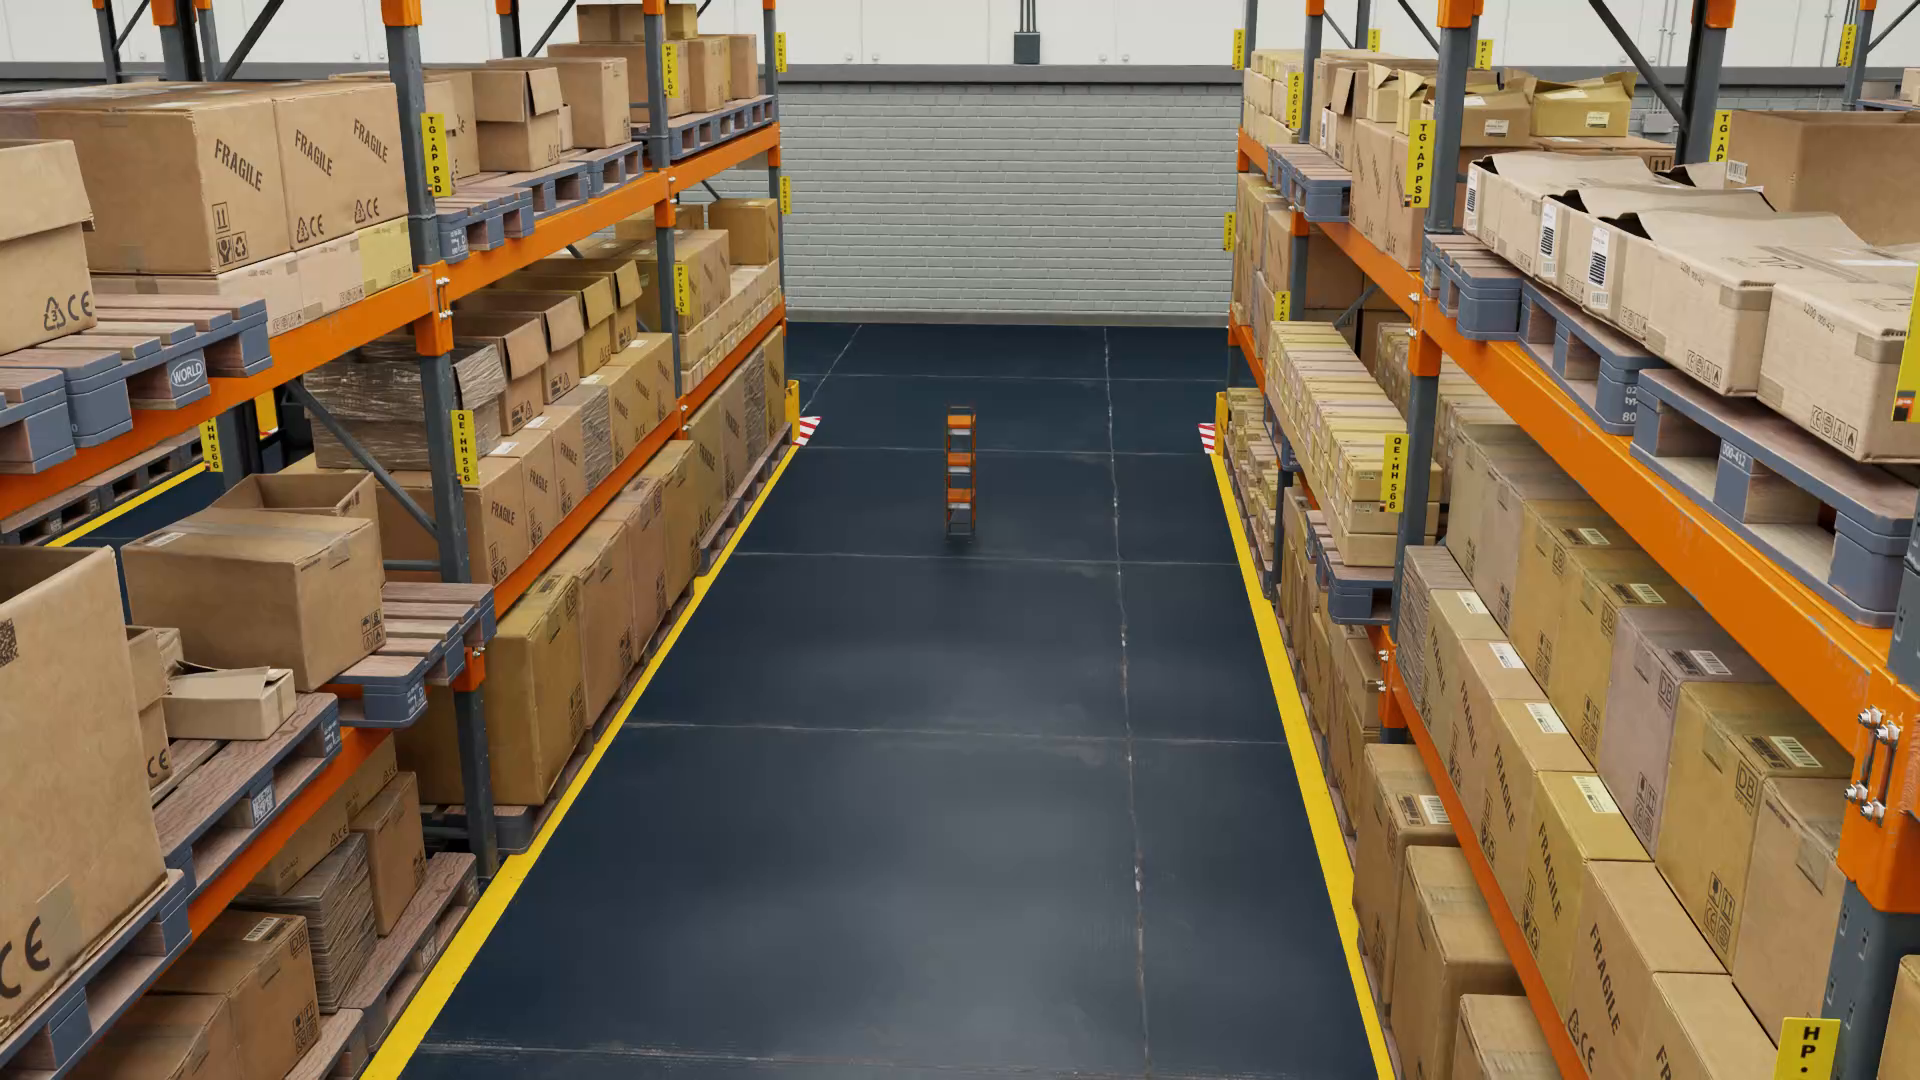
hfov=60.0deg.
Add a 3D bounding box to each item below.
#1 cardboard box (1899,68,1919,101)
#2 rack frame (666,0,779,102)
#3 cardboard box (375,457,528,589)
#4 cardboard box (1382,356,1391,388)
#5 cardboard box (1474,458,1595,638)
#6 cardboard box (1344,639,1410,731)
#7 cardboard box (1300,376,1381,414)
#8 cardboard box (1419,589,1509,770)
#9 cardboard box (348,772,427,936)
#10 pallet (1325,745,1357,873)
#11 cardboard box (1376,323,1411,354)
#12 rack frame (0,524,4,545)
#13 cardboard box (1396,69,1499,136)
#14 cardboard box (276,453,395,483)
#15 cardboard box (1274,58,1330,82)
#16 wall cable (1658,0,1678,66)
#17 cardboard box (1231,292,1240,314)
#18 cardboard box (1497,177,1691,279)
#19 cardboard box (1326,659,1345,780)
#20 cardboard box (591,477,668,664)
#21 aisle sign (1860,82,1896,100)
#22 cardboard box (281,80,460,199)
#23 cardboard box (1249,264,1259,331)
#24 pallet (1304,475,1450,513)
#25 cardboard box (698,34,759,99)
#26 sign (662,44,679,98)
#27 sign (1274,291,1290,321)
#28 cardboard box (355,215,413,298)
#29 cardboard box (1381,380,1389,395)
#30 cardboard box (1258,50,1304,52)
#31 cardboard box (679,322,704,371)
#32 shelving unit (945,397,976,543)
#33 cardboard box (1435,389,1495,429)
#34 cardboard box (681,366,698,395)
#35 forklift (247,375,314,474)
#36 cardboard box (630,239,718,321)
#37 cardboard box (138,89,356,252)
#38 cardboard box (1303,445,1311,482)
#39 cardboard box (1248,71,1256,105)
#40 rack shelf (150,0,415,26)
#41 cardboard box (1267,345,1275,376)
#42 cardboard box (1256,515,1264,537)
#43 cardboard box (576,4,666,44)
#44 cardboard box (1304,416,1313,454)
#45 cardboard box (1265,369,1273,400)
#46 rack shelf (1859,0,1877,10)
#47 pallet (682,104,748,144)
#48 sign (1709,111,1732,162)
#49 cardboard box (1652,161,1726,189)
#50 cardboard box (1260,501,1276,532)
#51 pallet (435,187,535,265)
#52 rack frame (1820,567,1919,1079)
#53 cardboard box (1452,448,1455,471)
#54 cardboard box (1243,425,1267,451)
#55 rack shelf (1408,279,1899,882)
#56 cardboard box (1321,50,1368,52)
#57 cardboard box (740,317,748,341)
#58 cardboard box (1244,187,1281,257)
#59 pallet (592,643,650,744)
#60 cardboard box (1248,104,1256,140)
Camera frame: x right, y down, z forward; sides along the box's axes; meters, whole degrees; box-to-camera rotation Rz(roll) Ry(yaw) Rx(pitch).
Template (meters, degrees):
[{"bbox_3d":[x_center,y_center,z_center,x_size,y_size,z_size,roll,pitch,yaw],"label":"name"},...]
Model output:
[{"bbox_3d":[7.867,-3.611,13.213,0.500,0.250,0.500,0,18,-1],"label":"cardboard box"},{"bbox_3d":[-2.075,-5.223,13.911,1.000,3.000,0.127,1,18,4],"label":"rack frame"},{"bbox_3d":[-2.342,-0.080,7.689,0.500,0.500,0.500,2,18,6],"label":"cardboard box"},{"bbox_3d":[2.729,-1.000,9.908,0.380,0.149,0.250,1,18,4],"label":"cardboard box"},{"bbox_3d":[2.215,0.028,5.754,0.700,0.500,0.500,1,18,3],"label":"cardboard box"},{"bbox_3d":[2.079,0.668,7.702,0.500,0.250,0.500,1,18,3],"label":"cardboard box"},{"bbox_3d":[1.984,-0.753,8.678,0.380,0.149,0.250,2,18,6],"label":"cardboard box"},{"bbox_3d":[1.957,0.498,5.924,0.500,0.500,0.500,1,18,3],"label":"cardboard box"},{"bbox_3d":[-2.676,1.300,6.947,0.700,0.500,0.500,0,18,1],"label":"cardboard box"},{"bbox_3d":[2.349,1.337,8.004,1.003,0.211,1.213,1,18,4],"label":"pallet"},{"bbox_3d":[2.744,-1.222,10.108,0.380,0.149,0.250,2,18,6],"label":"cardboard box"},{"bbox_3d":[-7.302,-1.241,11.392,1.000,3.000,0.127,1,18,4],"label":"rack frame"},{"bbox_3d":[2.083,-1.873,7.116,0.396,0.266,0.258,1,18,4],"label":"cardboard box"},{"bbox_3d":[-2.860,-0.094,7.732,0.500,0.500,0.500,2,18,6],"label":"cardboard box"},{"bbox_3d":[2.395,-3.275,11.580,0.380,0.149,0.250,1,18,4],"label":"cardboard box"},{"bbox_3d":[7.937,-6.775,18.647,0.463,3.000,0.029,1,18,4],"label":"wall cable"},{"bbox_3d":[2.515,-2.018,14.166,0.380,0.149,0.250,1,18,3],"label":"cardboard box"},{"bbox_3d":[1.985,-0.971,5.159,0.500,0.250,0.500,2,18,5],"label":"cardboard box"},{"bbox_3d":[2.119,0.871,8.286,0.500,0.500,0.500,2,18,6],"label":"cardboard box"},{"bbox_3d":[-2.451,0.157,9.865,1.225,0.875,0.875,1,18,2],"label":"cardboard box"},{"bbox_3d":[7.526,-3.415,13.854,0.394,0.787,0.004,1,18,4],"label":"aisle sign"},{"bbox_3d":[-2.676,-1.753,7.297,0.797,0.503,0.637,2,18,7],"label":"cardboard box"},{"bbox_3d":[2.466,-1.809,12.487,0.500,0.500,0.500,1,18,2],"label":"cardboard box"},{"bbox_3d":[2.393,-0.270,8.738,1.003,0.211,1.213,1,18,4],"label":"pallet"},{"bbox_3d":[-2.059,-3.930,13.786,0.700,0.500,0.500,0,18,1],"label":"cardboard box"},{"bbox_3d":[-1.820,-2.942,10.430,0.100,0.325,0.005,1,18,4],"label":"sign"},{"bbox_3d":[2.037,-1.409,10.515,0.100,0.325,0.005,1,18,4],"label":"sign"},{"bbox_3d":[-2.438,-1.089,6.352,0.500,0.250,0.500,1,18,4],"label":"cardboard box"},{"bbox_3d":[2.730,-0.860,9.958,0.380,0.149,0.250,1,18,4],"label":"cardboard box"},{"bbox_3d":[2.579,-3.837,13.297,0.380,0.149,0.250,2,18,6],"label":"cardboard box"},{"bbox_3d":[-2.067,-1.340,11.459,0.500,0.250,0.500,1,18,3],"label":"cardboard box"},{"bbox_3d":[0.004,-0.516,12.310,0.215,1.050,0.252,1,18,4],"label":"shelving unit"},{"bbox_3d":[2.611,-0.656,8.381,0.380,0.149,0.250,2,18,6],"label":"cardboard box"},{"bbox_3d":[-2.009,-1.095,11.351,0.380,0.149,0.250,1,18,4],"label":"cardboard box"},{"bbox_3d":[-4.587,-1.420,12.050,1.130,2.935,3.031,1,18,2],"label":"forklift"},{"bbox_3d":[-2.029,-1.852,11.817,0.500,0.500,0.500,1,18,4],"label":"cardboard box"},{"bbox_3d":[-2.459,-1.285,5.746,0.500,0.500,0.500,1,18,4],"label":"cardboard box"},{"bbox_3d":[1.966,-0.387,8.517,0.380,0.149,0.250,2,18,6],"label":"cardboard box"},{"bbox_3d":[2.538,-3.529,12.997,0.500,0.250,0.500,1,18,3],"label":"cardboard box"},{"bbox_3d":[-2.792,-1.585,4.607,1.077,0.370,4.000,1,18,4],"label":"rack shelf"},{"bbox_3d":[2.091,-1.097,10.206,0.380,0.149,0.250,2,18,5],"label":"cardboard box"},{"bbox_3d":[2.323,-0.124,11.889,0.380,0.149,0.250,1,18,2],"label":"cardboard box"},{"bbox_3d":[-2.288,-3.498,11.265,0.500,0.250,0.500,0,18,0],"label":"cardboard box"},{"bbox_3d":[1.963,-0.531,8.479,0.380,0.149,0.250,2,18,5],"label":"cardboard box"},{"bbox_3d":[2.091,-0.956,10.252,0.380,0.149,0.250,0,18,1],"label":"cardboard box"},{"bbox_3d":[7.666,-3.849,11.515,1.077,0.370,4.000,1,18,4],"label":"rack shelf"},{"bbox_3d":[-2.202,-3.145,12.529,1.003,0.211,1.213,1,18,4],"label":"pallet"},{"bbox_3d":[2.845,-1.439,6.224,0.100,0.325,0.005,1,18,4],"label":"sign"},{"bbox_3d":[2.516,-1.044,5.284,0.500,0.311,0.500,1,18,4],"label":"cardboard box"},{"bbox_3d":[2.291,-0.163,11.530,0.380,0.149,0.250,0,18,1],"label":"cardboard box"},{"bbox_3d":[-2.655,-1.424,7.439,1.213,0.211,1.003,2,18,6],"label":"pallet"},{"bbox_3d":[2.005,1.497,3.038,1.000,3.000,0.127,1,18,4],"label":"rack frame"},{"bbox_3d":[2.578,-0.358,7.951,0.380,0.149,0.250,1,18,4],"label":"cardboard box"},{"bbox_3d":[2.414,-0.793,12.976,0.380,0.149,0.250,2,18,5],"label":"cardboard box"},{"bbox_3d":[2.148,-0.208,4.578,1.077,0.370,4.000,1,18,4],"label":"rack shelf"},{"bbox_3d":[3.041,-3.827,13.265,0.380,0.149,0.250,2,18,5],"label":"cardboard box"},{"bbox_3d":[-1.882,-1.660,13.076,0.380,0.149,0.250,2,18,5],"label":"cardboard box"},{"bbox_3d":[2.479,-2.443,12.817,0.500,0.500,0.500,1,18,3],"label":"cardboard box"},{"bbox_3d":[-2.426,0.816,9.592,1.003,0.211,1.213,1,18,4],"label":"pallet"},{"bbox_3d":[2.536,-3.287,13.061,0.500,0.250,0.500,2,18,6],"label":"cardboard box"}]
